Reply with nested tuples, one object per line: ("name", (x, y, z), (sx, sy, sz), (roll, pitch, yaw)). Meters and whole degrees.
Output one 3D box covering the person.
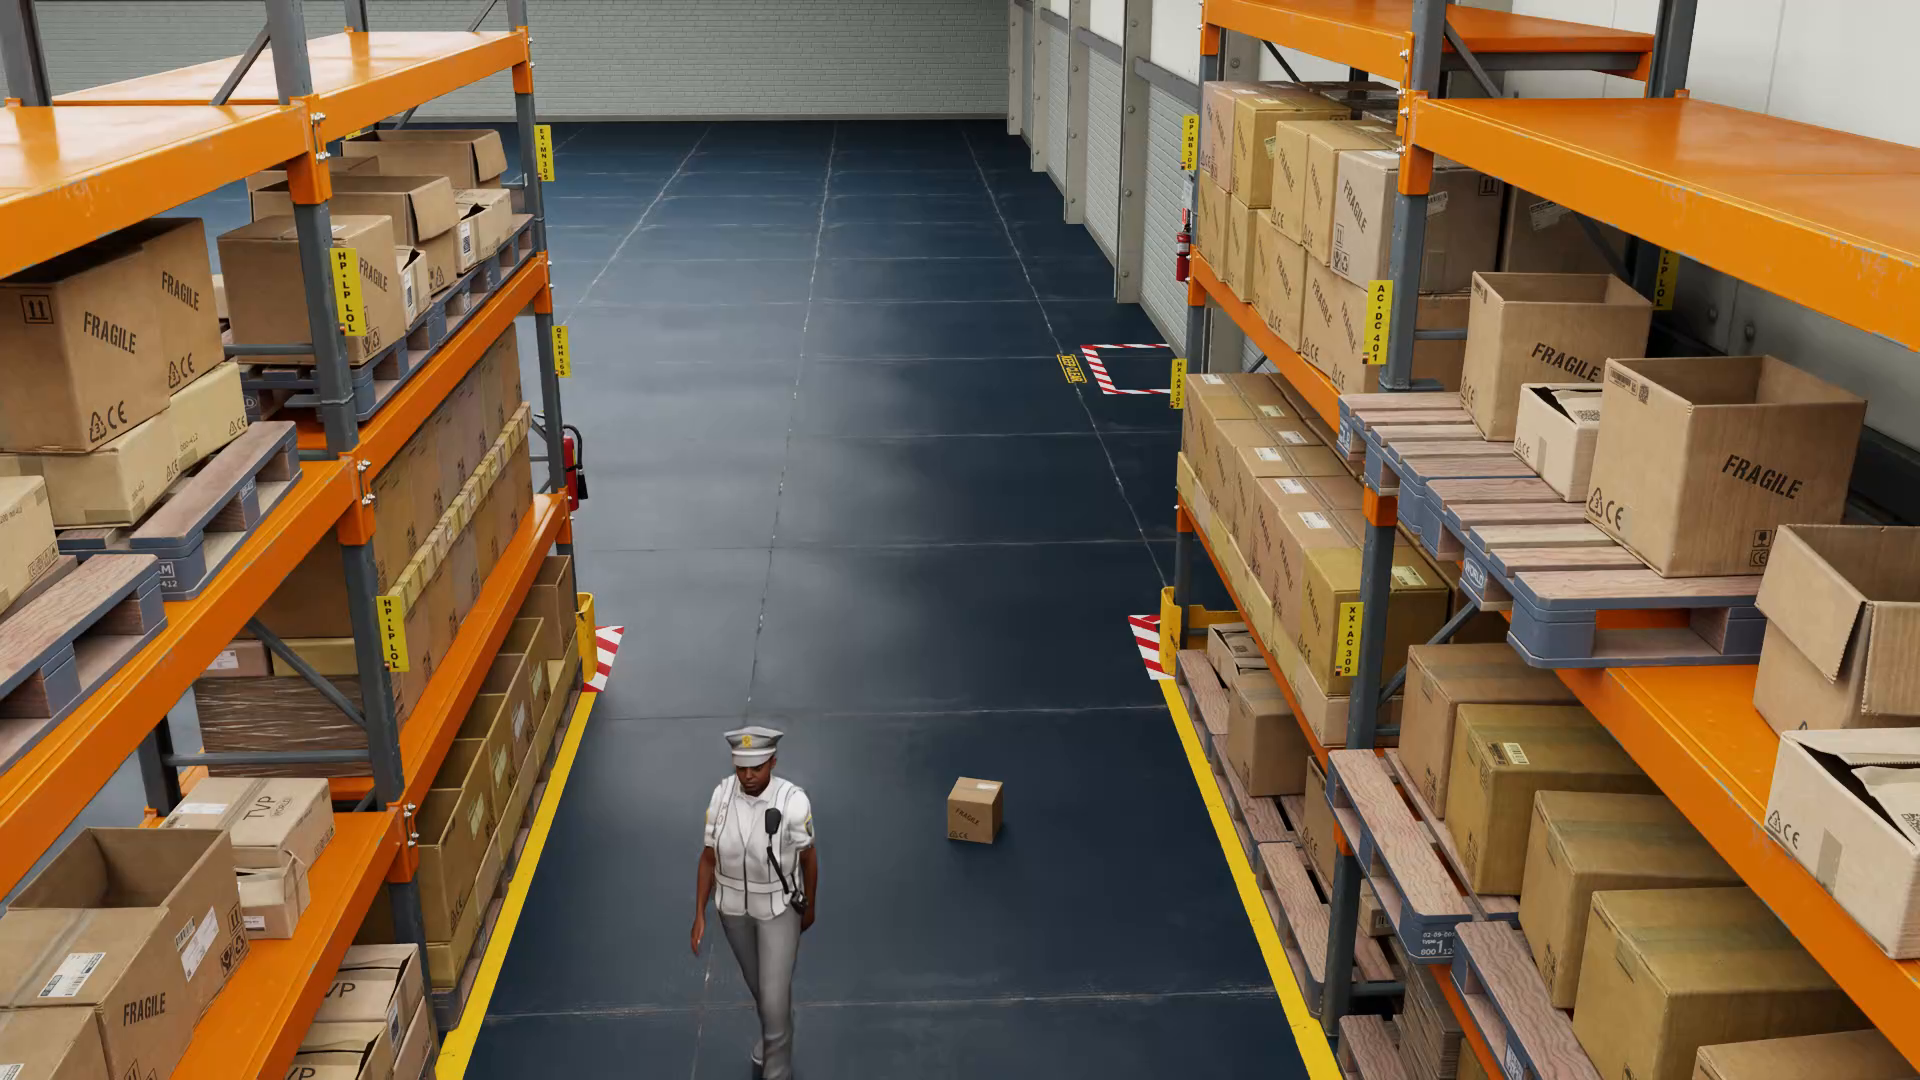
("person", (-0.854, 1.570, 6.876), (0.464, 1.734, 0.706), (6, 21, 15))
